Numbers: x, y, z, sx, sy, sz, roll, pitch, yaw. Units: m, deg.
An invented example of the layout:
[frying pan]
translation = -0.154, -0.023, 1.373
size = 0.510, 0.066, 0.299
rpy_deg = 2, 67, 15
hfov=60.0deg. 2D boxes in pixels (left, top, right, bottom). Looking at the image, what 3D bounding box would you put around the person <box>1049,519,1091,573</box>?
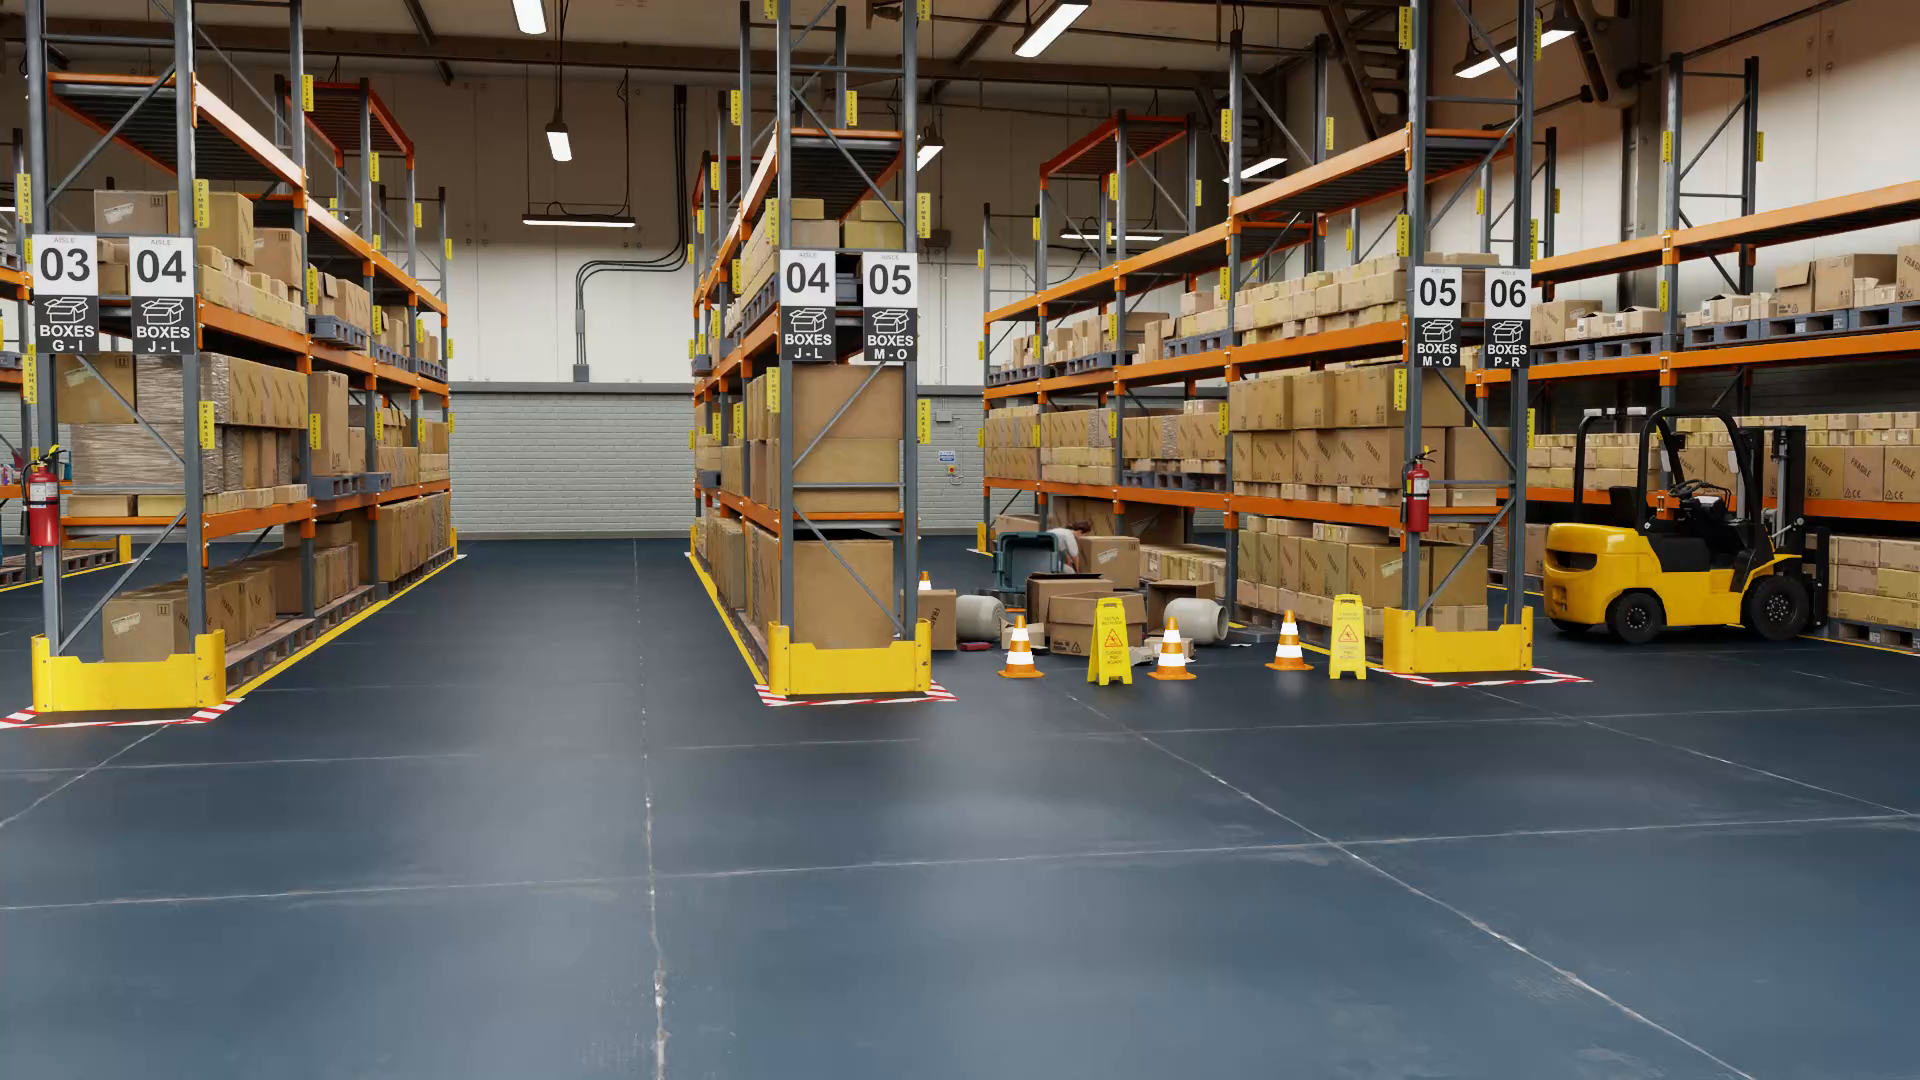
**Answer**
[person]
translation = 1.088, 0.265, 18.537
size = 0.782, 0.998, 0.488
rpy_deg = -1, 3, -12
